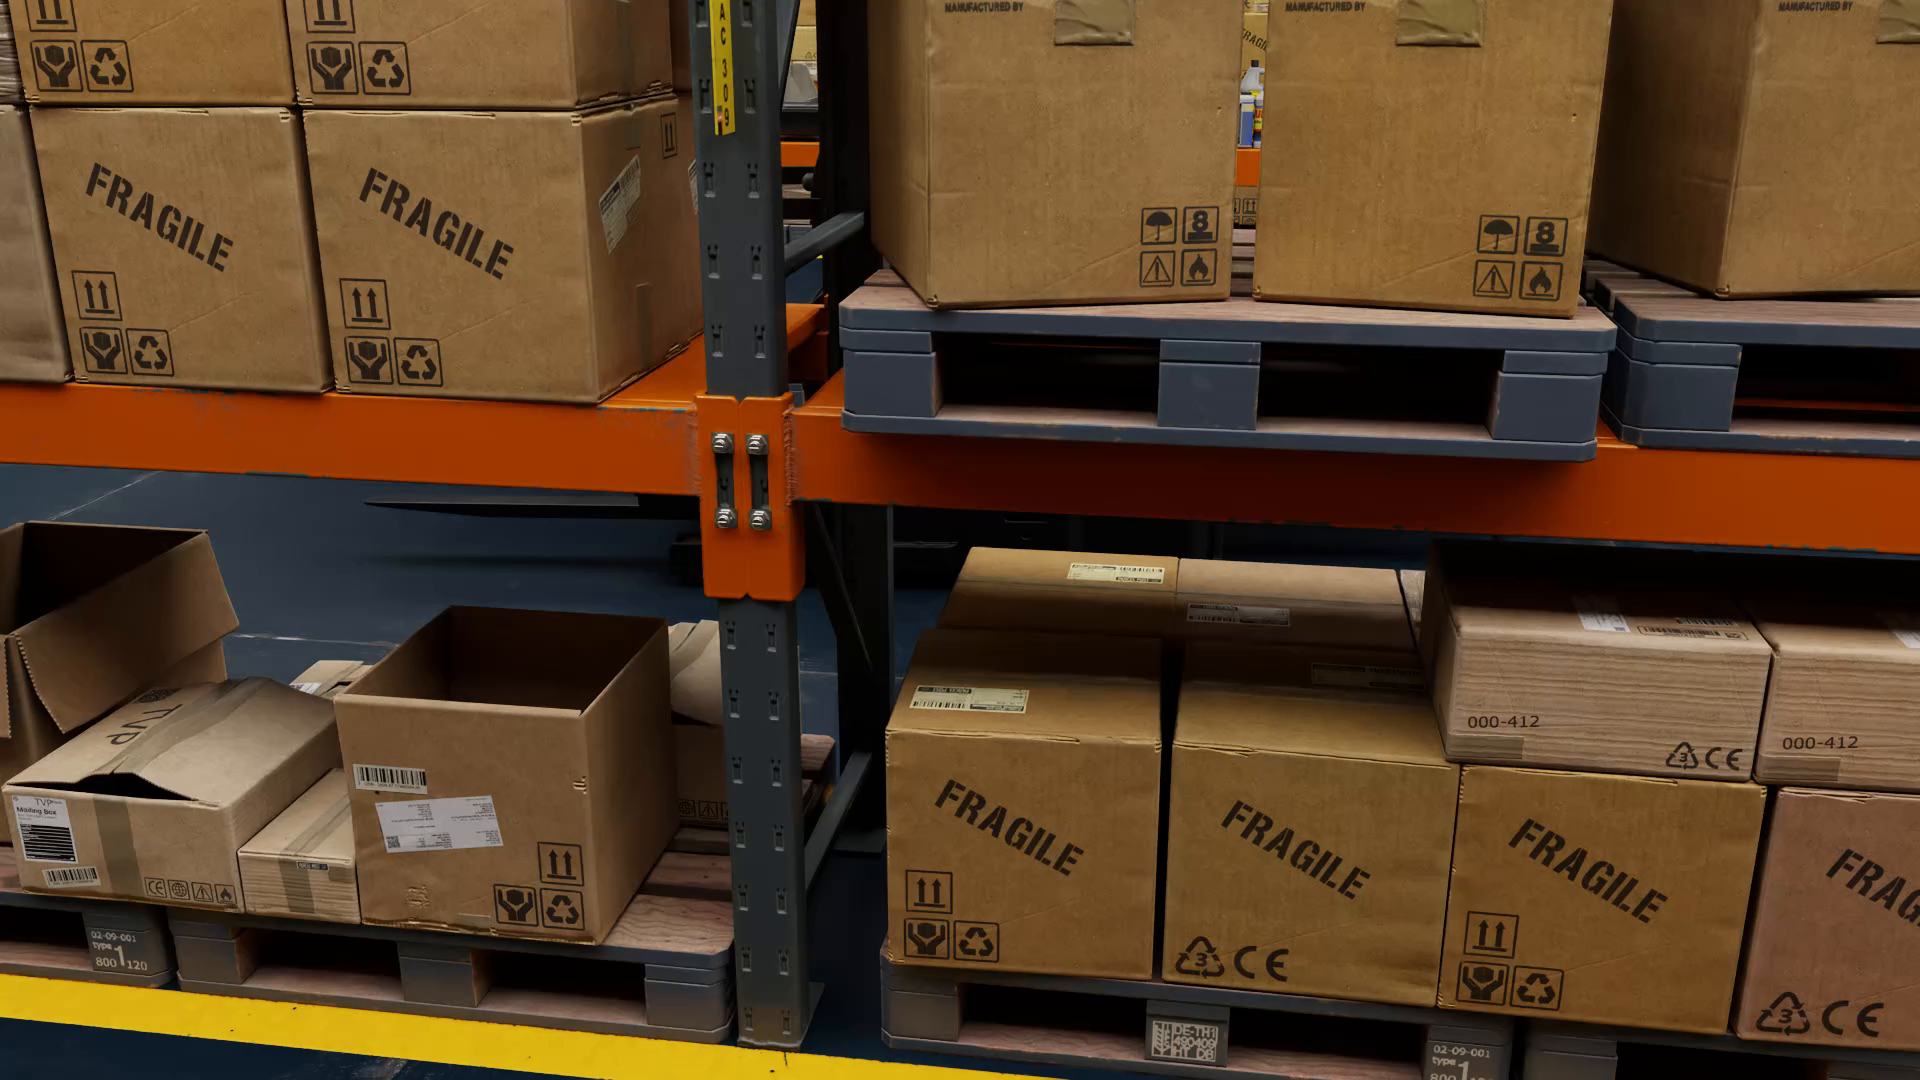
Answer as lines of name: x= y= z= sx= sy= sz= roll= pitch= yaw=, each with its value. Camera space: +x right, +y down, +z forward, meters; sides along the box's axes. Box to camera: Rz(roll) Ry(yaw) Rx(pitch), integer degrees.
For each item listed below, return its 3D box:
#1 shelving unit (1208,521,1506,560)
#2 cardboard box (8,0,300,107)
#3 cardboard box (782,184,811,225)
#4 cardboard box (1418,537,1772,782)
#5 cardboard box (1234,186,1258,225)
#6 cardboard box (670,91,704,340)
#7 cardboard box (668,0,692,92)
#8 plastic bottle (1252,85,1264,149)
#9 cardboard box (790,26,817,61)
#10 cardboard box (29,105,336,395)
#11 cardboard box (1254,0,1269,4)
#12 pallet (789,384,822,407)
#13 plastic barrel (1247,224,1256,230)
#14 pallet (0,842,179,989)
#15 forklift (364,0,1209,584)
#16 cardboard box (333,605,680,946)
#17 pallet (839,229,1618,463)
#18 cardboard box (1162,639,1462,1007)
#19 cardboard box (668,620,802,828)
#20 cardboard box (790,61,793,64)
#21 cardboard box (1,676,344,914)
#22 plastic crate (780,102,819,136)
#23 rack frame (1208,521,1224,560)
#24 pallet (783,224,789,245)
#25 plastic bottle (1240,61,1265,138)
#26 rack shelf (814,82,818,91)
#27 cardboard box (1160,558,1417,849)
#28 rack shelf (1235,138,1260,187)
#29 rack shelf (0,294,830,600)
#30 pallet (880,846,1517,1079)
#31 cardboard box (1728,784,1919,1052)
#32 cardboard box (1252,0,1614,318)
shelving unit: x=1.460 y=-0.532 z=6.120 sx=1.048 sy=1.125 sz=0.538 roll=1 pitch=19 yaw=2
cardboard box: x=-1.346 y=-1.061 z=3.014 sx=0.500 sy=0.500 sz=0.500 roll=3 pitch=19 yaw=8
cardboard box: x=-1.130 y=-3.014 z=13.269 sx=0.875 sy=0.875 sz=0.875 roll=3 pitch=19 yaw=9
cardboard box: x=1.127 y=0.202 z=3.037 sx=0.500 sy=0.250 sz=0.500 roll=3 pitch=19 yaw=9
cardboard box: x=1.911 y=-2.839 z=12.748 sx=0.875 sy=0.875 sz=1.225 roll=3 pitch=19 yaw=9
cardboard box: x=-0.759 y=-0.729 z=3.596 sx=0.500 sy=0.500 sz=0.500 roll=3 pitch=19 yaw=10
cardboard box: x=-0.720 y=-1.204 z=3.440 sx=0.500 sy=0.500 sz=0.500 roll=3 pitch=19 yaw=10
plastic bottle: x=1.358 y=-1.885 z=7.413 sx=0.097 sy=0.271 sz=0.097 roll=0 pitch=18 yaw=0
cardboard box: x=-1.233 y=-3.786 z=12.657 sx=0.500 sy=0.250 sz=0.500 roll=2 pitch=19 yaw=7
cardboard box: x=-1.343 y=-0.588 z=3.176 sx=0.500 sy=0.500 sz=0.500 roll=3 pitch=19 yaw=10
cardboard box: x=3.007 y=-5.395 z=16.496 sx=0.250 sy=0.149 sz=0.380 roll=3 pitch=19 yaw=9
pallet: x=-0.242 y=-0.824 z=8.434 sx=1.213 sy=0.211 sz=1.003 roll=3 pitch=19 yaw=9
plastic barrel: x=1.724 y=-1.258 z=7.980 sx=0.708 sy=0.901 sz=0.600 roll=3 pitch=19 yaw=9
pallet: x=-2.185 y=0.657 z=4.008 sx=1.213 sy=0.211 sz=1.003 roll=3 pitch=19 yaw=9
forklift: x=-0.629 y=-1.399 z=5.864 sx=3.031 sy=2.935 sz=1.130 roll=1 pitch=19 yaw=2
cardboard box: x=-0.907 y=0.467 z=3.427 sx=0.500 sy=0.500 sz=0.500 roll=3 pitch=19 yaw=9
pallet: x=0.472 y=-0.405 z=3.088 sx=1.213 sy=0.211 sz=1.003 roll=3 pitch=19 yaw=9
cardboard box: x=0.668 y=0.531 z=3.236 sx=0.500 sy=0.500 sz=0.500 roll=3 pitch=19 yaw=9
cardboard box: x=-0.679 y=0.407 z=3.903 sx=0.500 sy=0.311 sz=0.500 roll=3 pitch=19 yaw=9
cardboard box: x=-1.361 y=-3.583 z=12.681 sx=0.250 sy=0.149 sz=0.380 roll=3 pitch=19 yaw=8
cardboard box: x=-1.647 y=0.519 z=3.570 sx=0.500 sy=0.311 sz=0.500 roll=3 pitch=19 yaw=9
plastic crate: x=-0.658 y=-1.992 z=7.869 sx=0.590 sy=0.125 sz=0.437 roll=3 pitch=19 yaw=9
rack frame: x=0.952 y=-0.538 z=6.139 sx=0.032 sy=1.125 sz=0.500 roll=1 pitch=19 yaw=2
pallet: x=-1.872 y=-2.537 z=13.552 sx=1.213 sy=0.211 sz=1.003 roll=3 pitch=19 yaw=9
plastic bottle: x=1.427 y=-2.110 z=7.959 sx=0.185 sy=0.351 sz=0.144 roll=3 pitch=19 yaw=9
rack shelf: x=-0.699 y=-3.433 z=12.970 sx=4.000 sy=0.370 sz=1.077 roll=3 pitch=19 yaw=9
cardboard box: x=0.720 y=0.369 z=3.719 sx=0.500 sy=0.500 sz=0.500 roll=3 pitch=19 yaw=9
rack shelf: x=2.465 y=-1.680 z=7.731 sx=4.000 sy=0.370 sz=1.077 roll=3 pitch=19 yaw=9
rack shelf: x=-2.274 y=-0.330 z=3.695 sx=4.000 sy=0.370 sz=1.077 roll=3 pitch=19 yaw=9
pallet: x=0.510 y=0.781 z=3.636 sx=1.213 sy=0.211 sz=1.003 roll=3 pitch=19 yaw=9
cardboard box: x=1.660 y=0.584 z=3.078 sx=0.500 sy=0.500 sz=0.500 roll=2 pitch=19 yaw=7
cardboard box: x=0.822 y=-0.708 z=2.873 sx=0.500 sy=0.500 sz=0.700 roll=6 pitch=19 yaw=17
